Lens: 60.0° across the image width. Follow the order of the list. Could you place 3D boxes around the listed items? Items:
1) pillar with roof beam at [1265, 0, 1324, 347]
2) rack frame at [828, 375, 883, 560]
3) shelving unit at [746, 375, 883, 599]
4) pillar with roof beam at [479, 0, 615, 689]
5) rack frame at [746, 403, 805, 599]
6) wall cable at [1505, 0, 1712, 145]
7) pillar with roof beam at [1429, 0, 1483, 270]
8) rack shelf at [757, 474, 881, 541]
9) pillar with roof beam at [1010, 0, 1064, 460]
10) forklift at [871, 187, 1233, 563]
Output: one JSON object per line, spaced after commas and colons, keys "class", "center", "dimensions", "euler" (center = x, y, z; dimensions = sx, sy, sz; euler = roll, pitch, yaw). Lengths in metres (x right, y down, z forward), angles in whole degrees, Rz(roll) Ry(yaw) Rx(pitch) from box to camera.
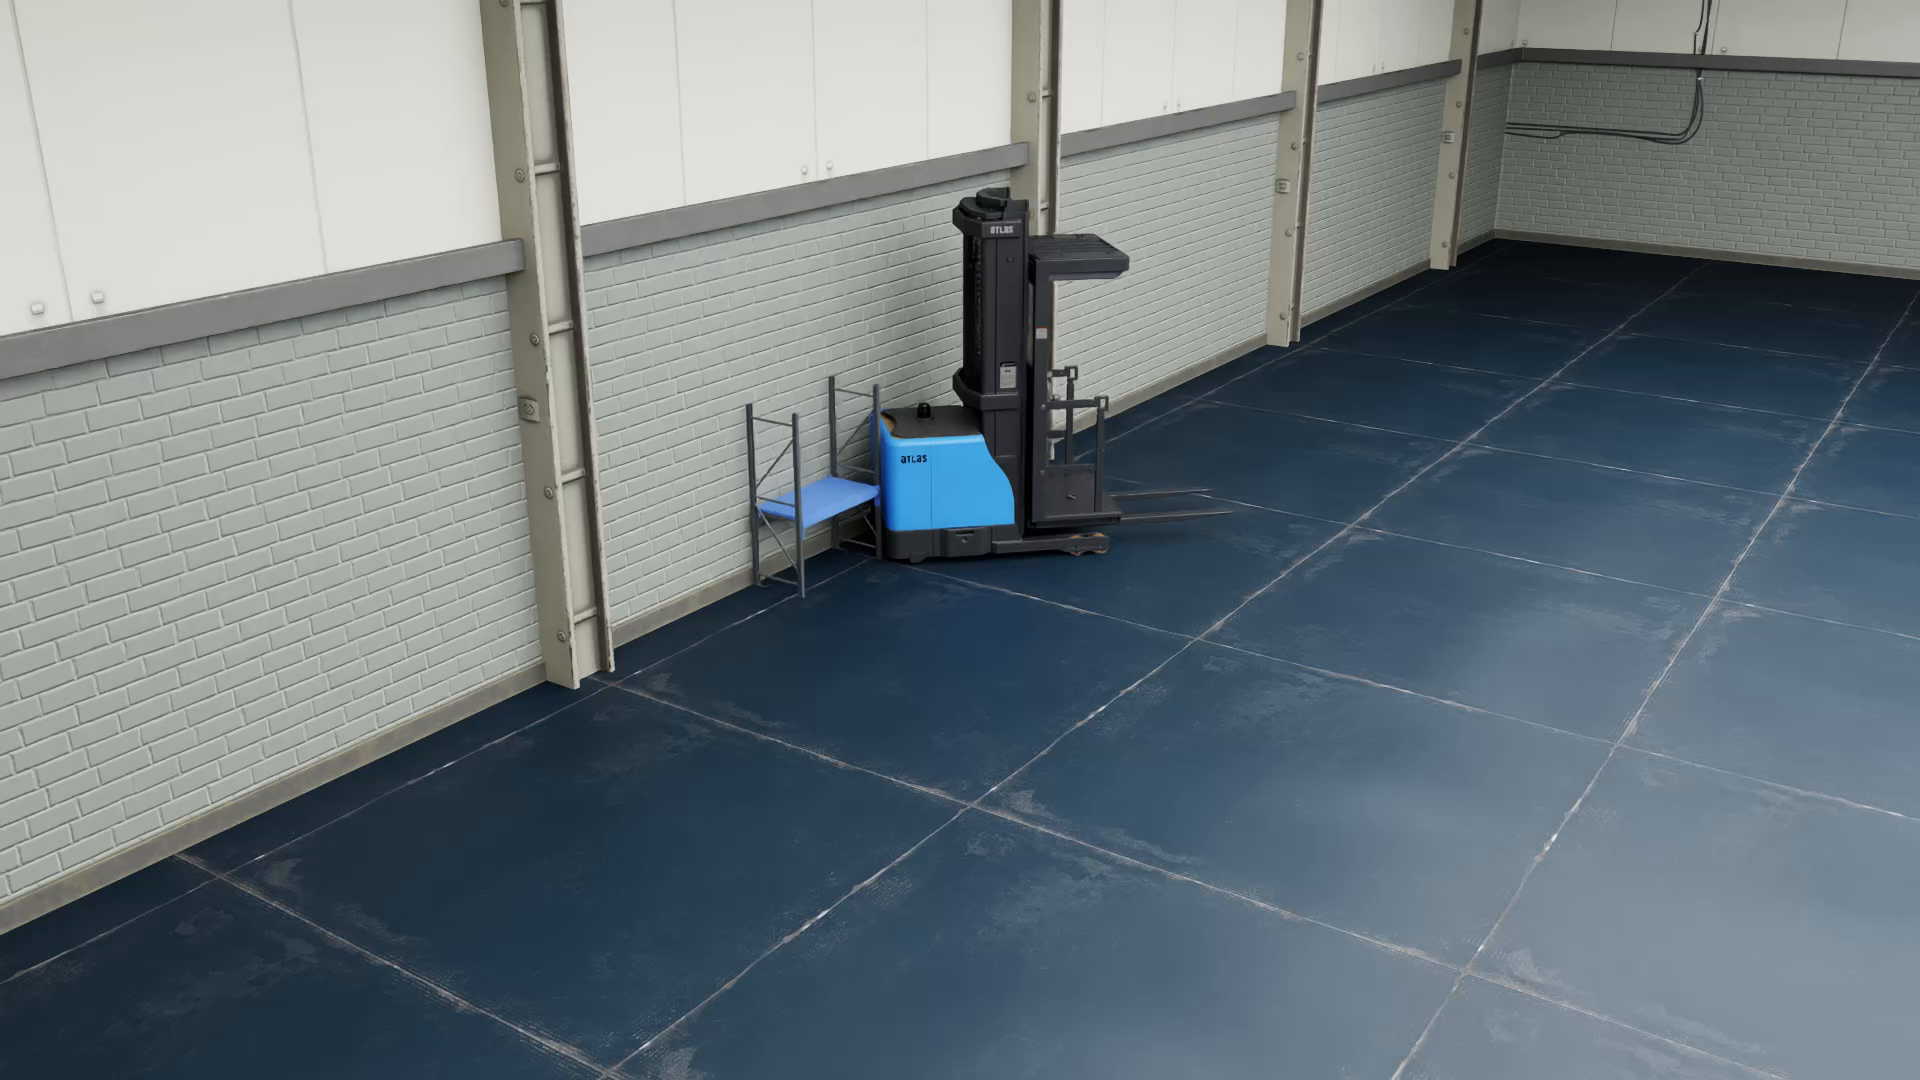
{"class": "pillar with roof beam", "center": [7.628, -5.879, 17.187], "dimensions": [9.100, 9.000, 0.400], "euler": [13, 24, 32]}
{"class": "rack frame", "center": [-0.859, -0.587, 13.689], "dimensions": [0.500, 1.500, 0.032], "euler": [13, 24, 32]}
{"class": "shelving unit", "center": [-1.145, -0.441, 13.295], "dimensions": [0.538, 1.500, 1.048], "euler": [13, 24, 32]}
{"class": "pillar with roof beam", "center": [0.882, -2.436, 7.878], "dimensions": [9.100, 9.000, 0.400], "euler": [13, 24, 32]}
{"class": "rack frame", "center": [-1.431, -0.295, 12.901], "dimensions": [0.500, 1.500, 0.032], "euler": [13, 24, 32]}
{"class": "wall cable", "center": [10.190, -7.571, 26.237], "dimensions": [3.097, 2.526, 0.112], "euler": [13, 24, 32]}
{"class": "pillar with roof beam", "center": [11.001, -7.600, 21.841], "dimensions": [9.100, 9.000, 0.400], "euler": [13, 24, 32]}
{"class": "rack shelf", "center": [-1.145, -0.272, 13.357], "dimensions": [0.538, 0.185, 1.000], "euler": [13, 24, 32]}
{"class": "pillar with roof beam", "center": [4.255, -4.157, 12.532], "dimensions": [9.100, 9.000, 0.400], "euler": [13, 24, 32]}
{"class": "forklift", "center": [0.796, -1.422, 13.885], "dimensions": [3.031, 2.935, 1.130], "euler": [-4, 21, -10]}
